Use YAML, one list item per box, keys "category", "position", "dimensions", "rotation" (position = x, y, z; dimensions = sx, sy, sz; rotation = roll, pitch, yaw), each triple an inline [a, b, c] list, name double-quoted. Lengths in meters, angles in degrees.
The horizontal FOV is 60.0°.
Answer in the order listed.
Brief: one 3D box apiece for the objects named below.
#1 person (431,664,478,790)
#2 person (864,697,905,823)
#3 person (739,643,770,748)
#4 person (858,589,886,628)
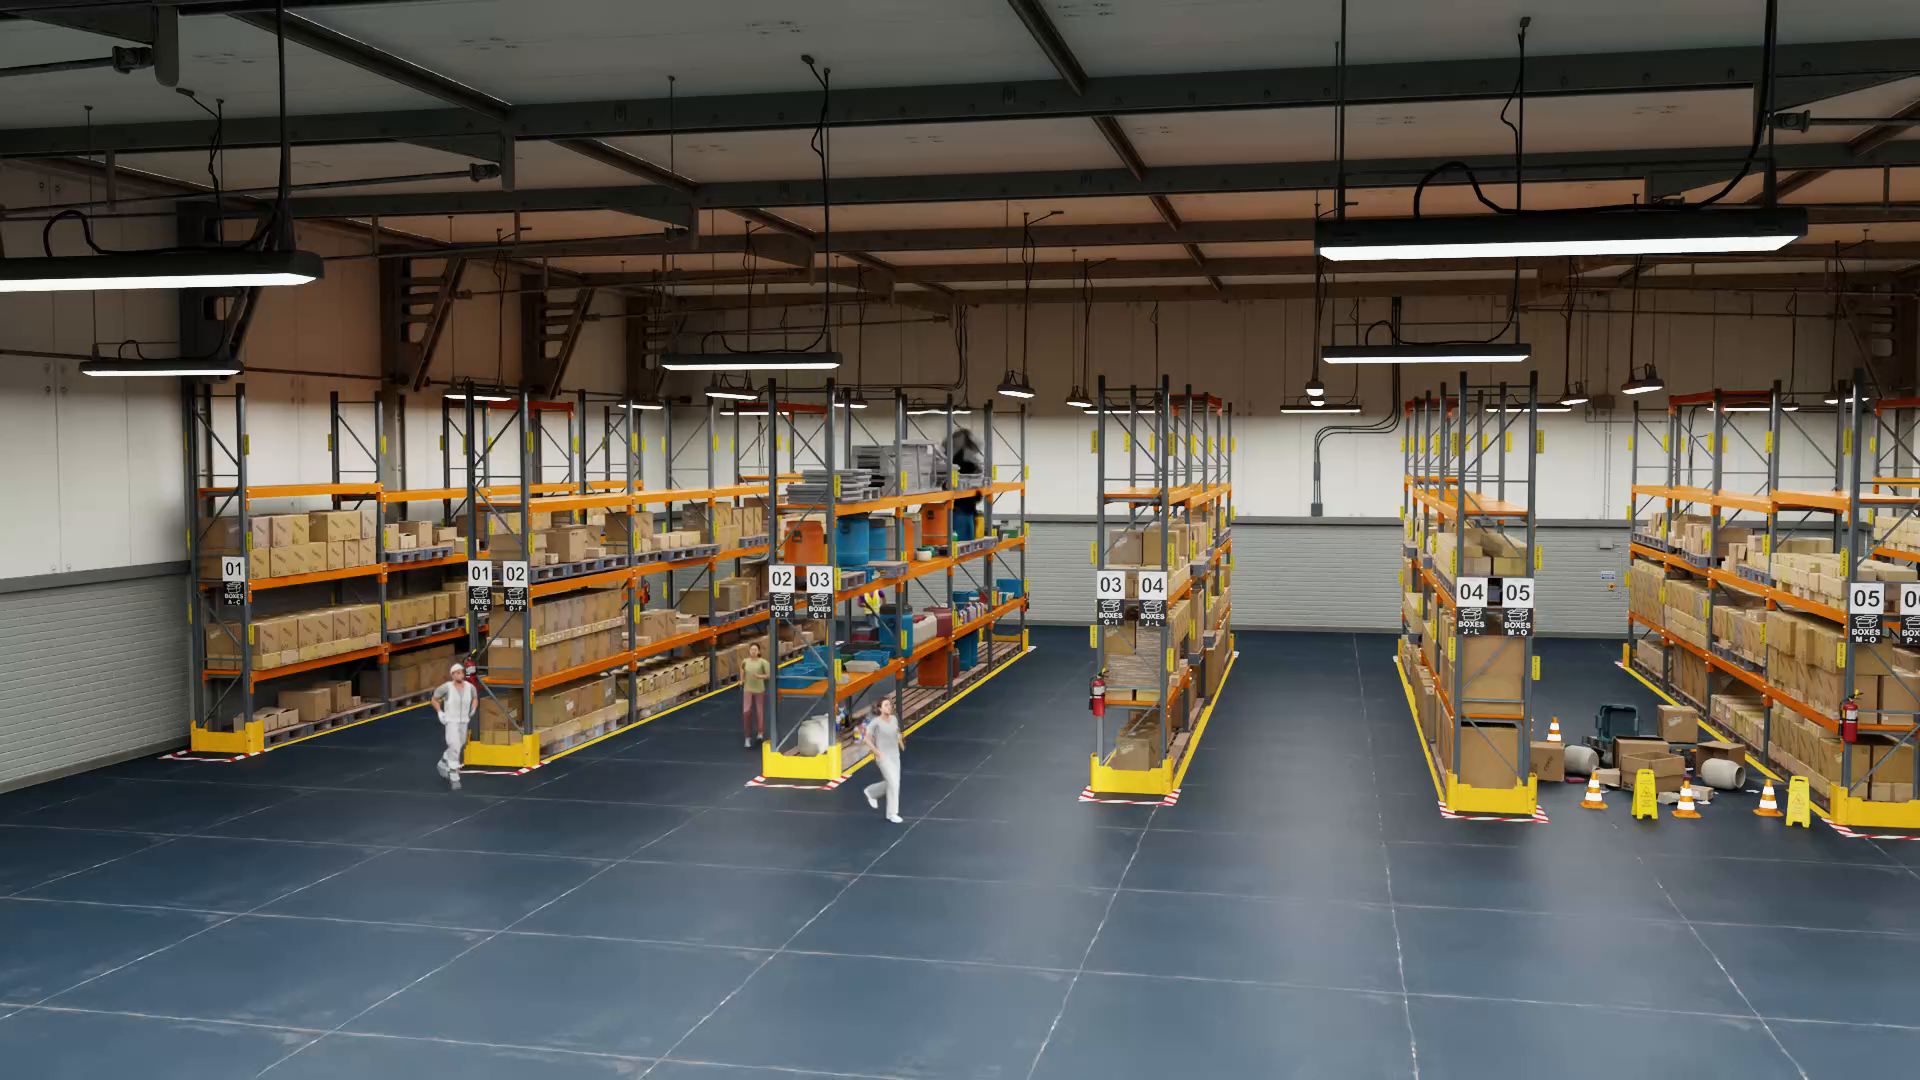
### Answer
- category: "person"
  position: [-7.429, 2.718, 24.505]
  dimensions: [0.653, 1.828, 0.823]
  rotation: [-3, 5, -44]
- category: "person"
  position: [-1.018, 2.916, 22.257]
  dimensions: [0.564, 1.655, 0.710]
  rotation: [-3, 5, -44]
- category: "person"
  position: [-3.431, 2.571, 27.823]
  dimensions: [0.549, 1.726, 0.756]
  rotation: [0, 3, 1]
- category: "person"
  position: [-2.138, 1.794, 40.359]
  dimensions: [0.702, 1.753, 0.901]
  rotation: [0, 3, 0]
